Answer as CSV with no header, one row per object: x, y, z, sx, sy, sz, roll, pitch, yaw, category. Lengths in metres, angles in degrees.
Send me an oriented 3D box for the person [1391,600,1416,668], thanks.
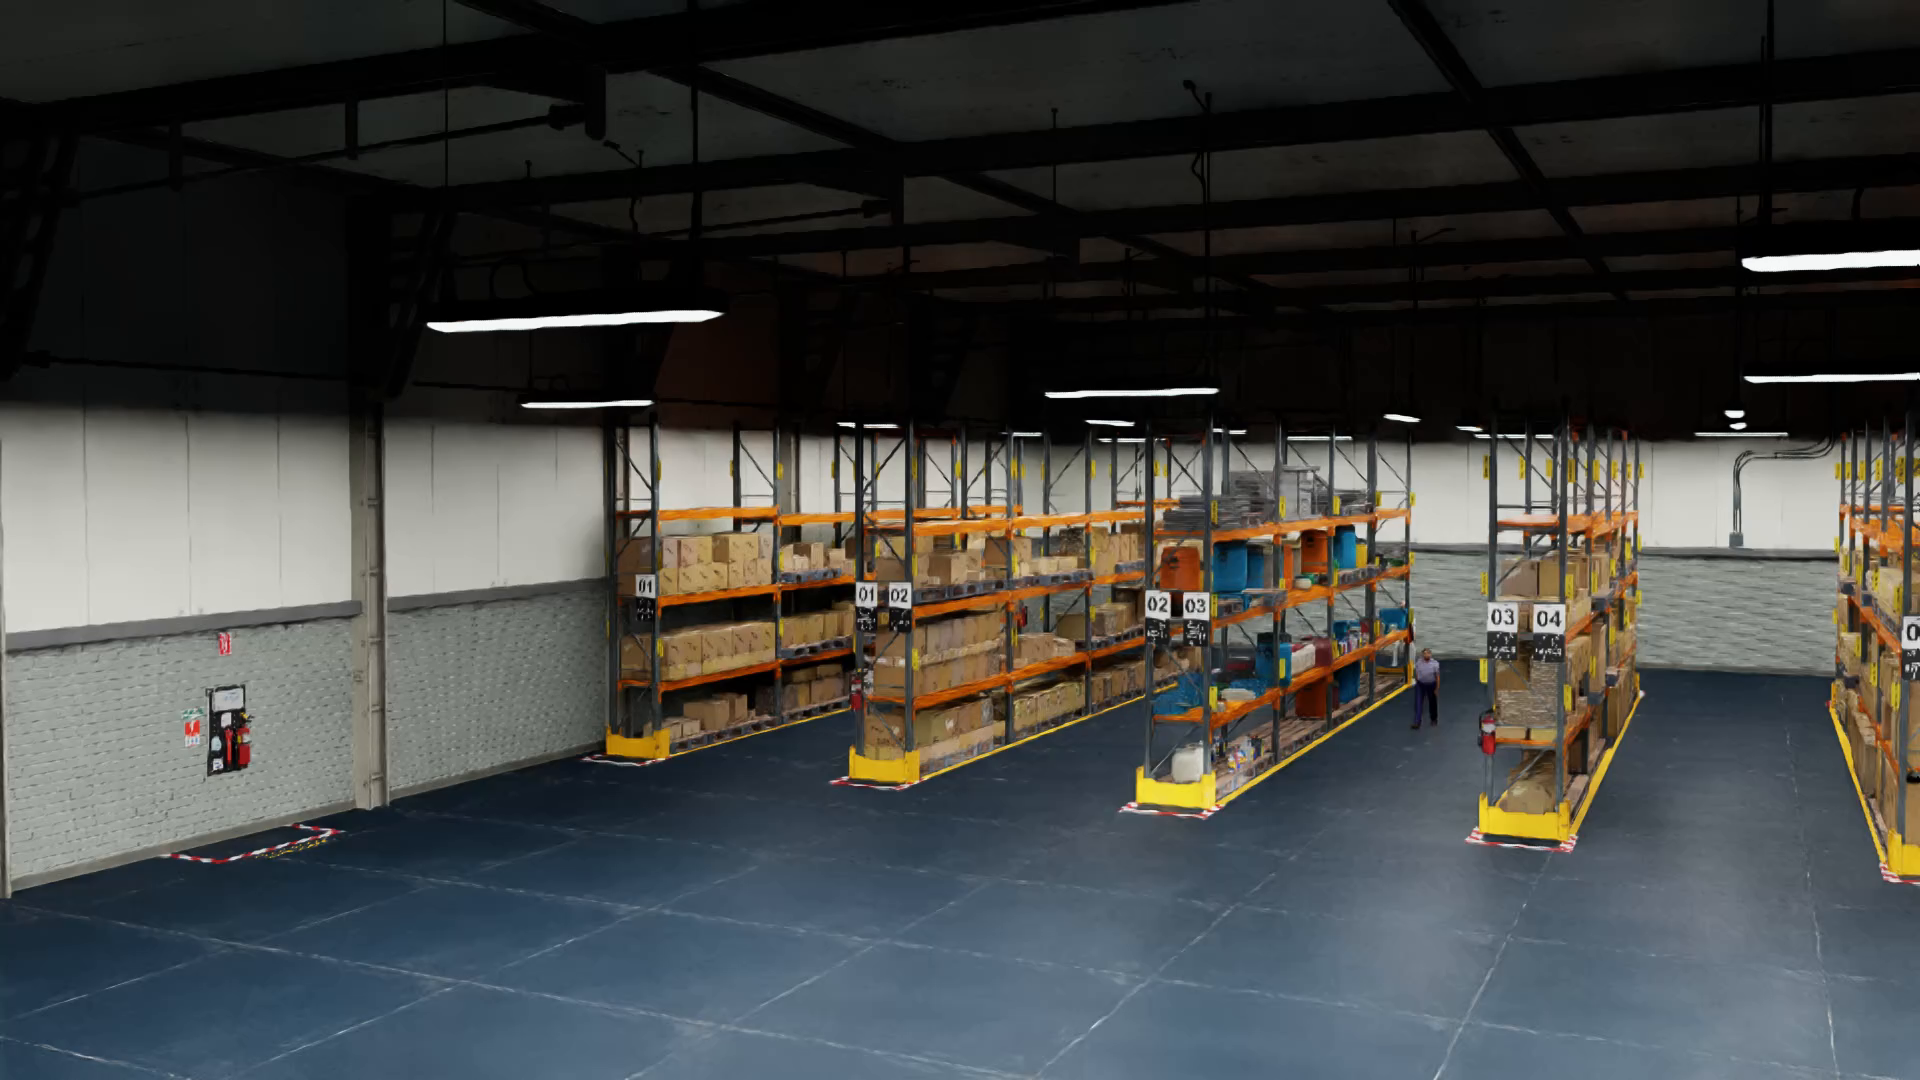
11.190,2.367,42.041,0.715,1.723,0.837,0,2,4,person

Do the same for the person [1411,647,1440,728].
9.059,2.844,32.231,0.479,1.563,1.072,1,3,24,person

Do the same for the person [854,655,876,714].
-1.725,2.901,29.796,0.525,1.677,0.458,-2,3,-35,person
